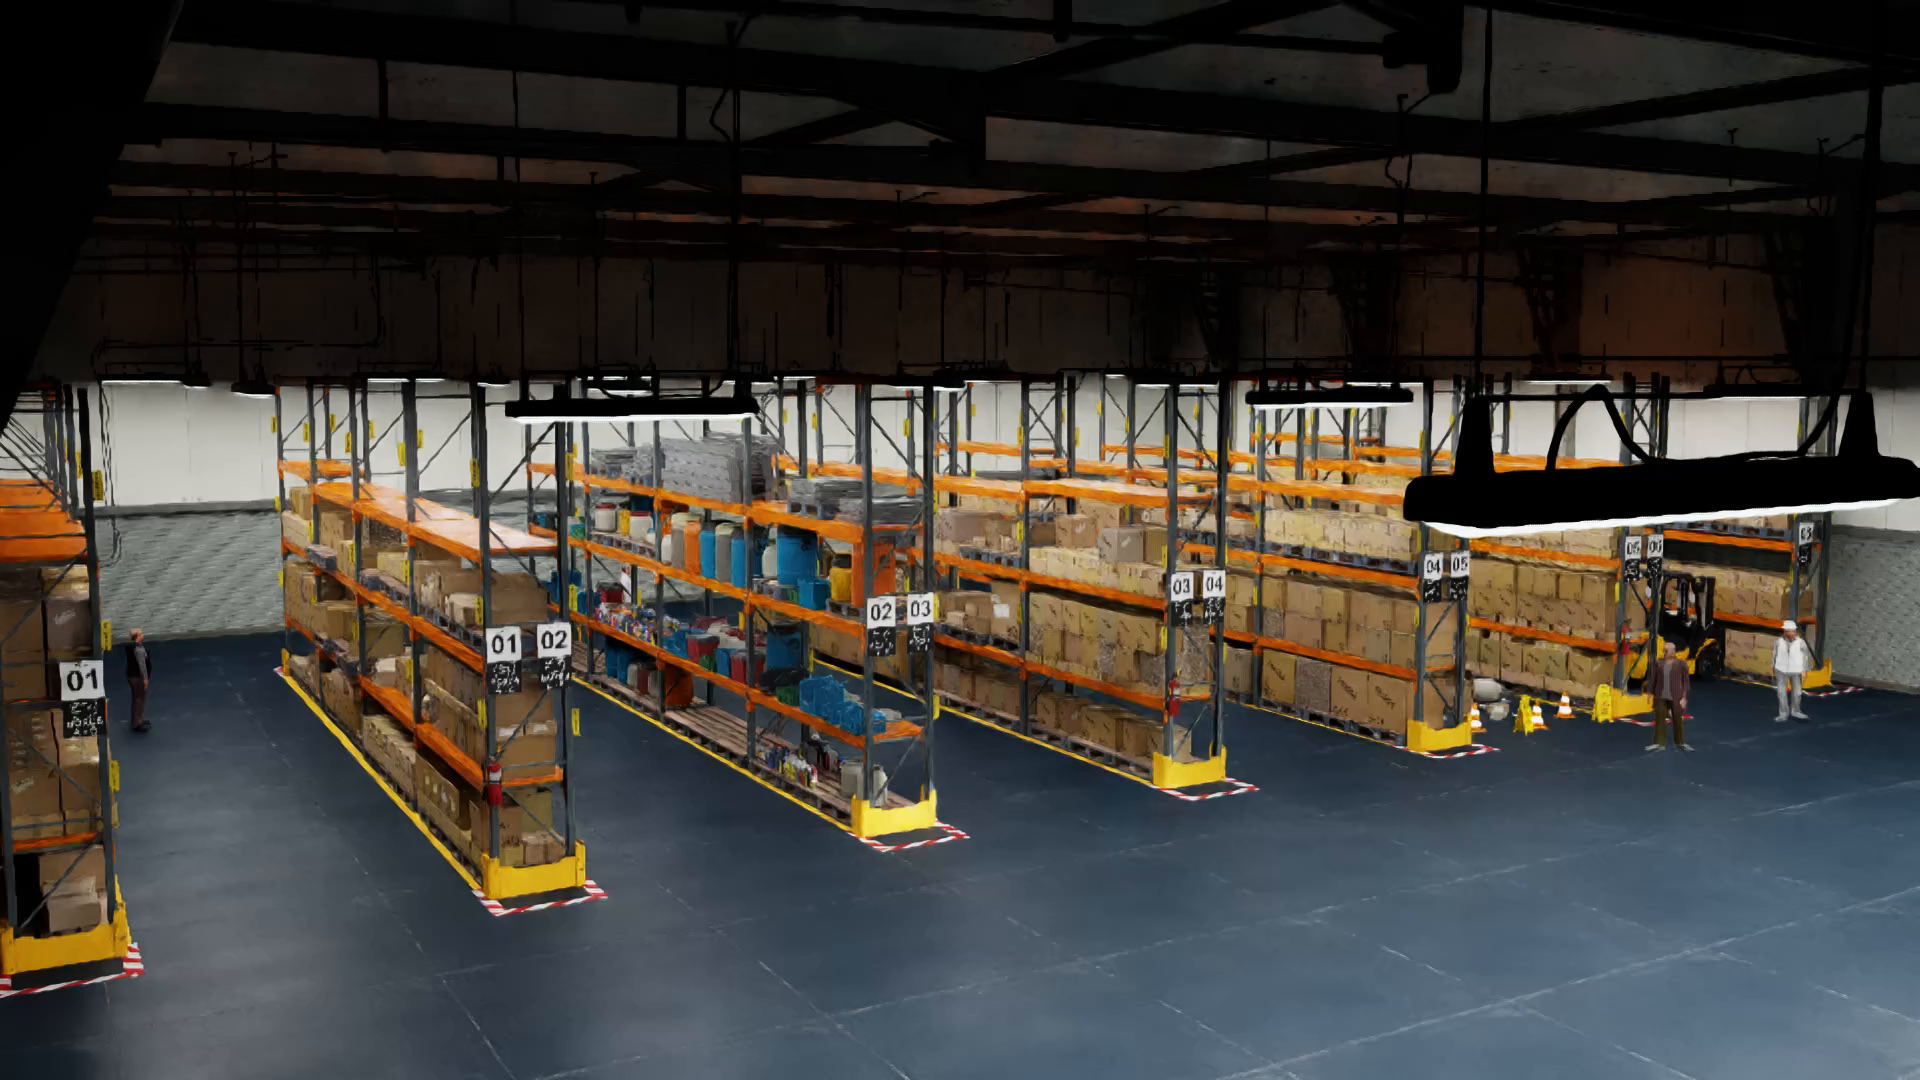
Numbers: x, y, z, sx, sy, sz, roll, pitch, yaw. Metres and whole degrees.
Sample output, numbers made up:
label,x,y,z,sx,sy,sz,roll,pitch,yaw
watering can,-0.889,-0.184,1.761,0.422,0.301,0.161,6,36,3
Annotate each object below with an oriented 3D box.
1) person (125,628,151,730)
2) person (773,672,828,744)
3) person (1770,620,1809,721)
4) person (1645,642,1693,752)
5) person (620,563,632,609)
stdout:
label,x,y,z,sx,sy,sz,roll,pitch,yaw
person,-14.021,2.349,28.412,0.391,1.722,0.624,-6,9,-43
person,-2.663,2.549,27.234,0.942,1.591,0.521,5,8,37
person,14.554,2.277,29.140,0.630,1.767,0.538,4,7,33
person,11.447,2.618,26.802,0.714,1.589,0.604,5,8,38
person,-7.416,1.386,36.977,0.482,1.779,0.668,-1,6,-9
